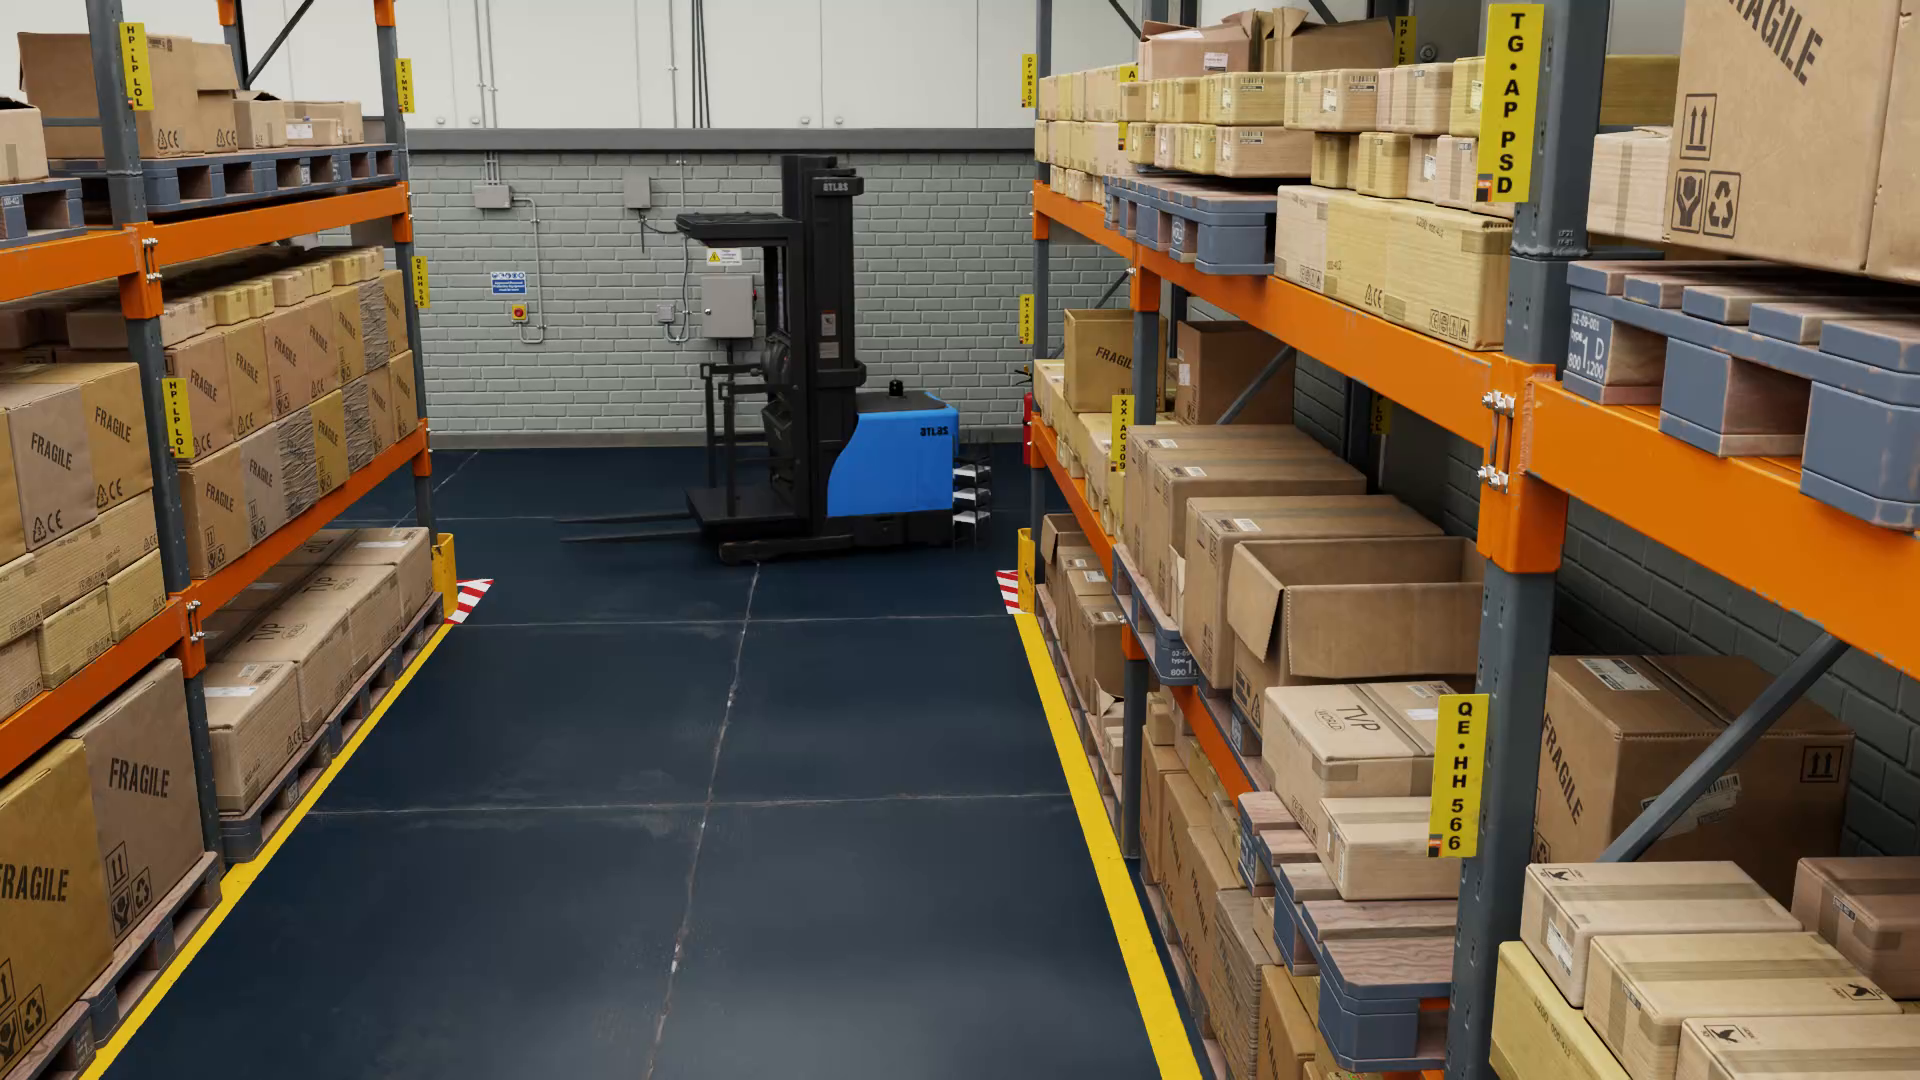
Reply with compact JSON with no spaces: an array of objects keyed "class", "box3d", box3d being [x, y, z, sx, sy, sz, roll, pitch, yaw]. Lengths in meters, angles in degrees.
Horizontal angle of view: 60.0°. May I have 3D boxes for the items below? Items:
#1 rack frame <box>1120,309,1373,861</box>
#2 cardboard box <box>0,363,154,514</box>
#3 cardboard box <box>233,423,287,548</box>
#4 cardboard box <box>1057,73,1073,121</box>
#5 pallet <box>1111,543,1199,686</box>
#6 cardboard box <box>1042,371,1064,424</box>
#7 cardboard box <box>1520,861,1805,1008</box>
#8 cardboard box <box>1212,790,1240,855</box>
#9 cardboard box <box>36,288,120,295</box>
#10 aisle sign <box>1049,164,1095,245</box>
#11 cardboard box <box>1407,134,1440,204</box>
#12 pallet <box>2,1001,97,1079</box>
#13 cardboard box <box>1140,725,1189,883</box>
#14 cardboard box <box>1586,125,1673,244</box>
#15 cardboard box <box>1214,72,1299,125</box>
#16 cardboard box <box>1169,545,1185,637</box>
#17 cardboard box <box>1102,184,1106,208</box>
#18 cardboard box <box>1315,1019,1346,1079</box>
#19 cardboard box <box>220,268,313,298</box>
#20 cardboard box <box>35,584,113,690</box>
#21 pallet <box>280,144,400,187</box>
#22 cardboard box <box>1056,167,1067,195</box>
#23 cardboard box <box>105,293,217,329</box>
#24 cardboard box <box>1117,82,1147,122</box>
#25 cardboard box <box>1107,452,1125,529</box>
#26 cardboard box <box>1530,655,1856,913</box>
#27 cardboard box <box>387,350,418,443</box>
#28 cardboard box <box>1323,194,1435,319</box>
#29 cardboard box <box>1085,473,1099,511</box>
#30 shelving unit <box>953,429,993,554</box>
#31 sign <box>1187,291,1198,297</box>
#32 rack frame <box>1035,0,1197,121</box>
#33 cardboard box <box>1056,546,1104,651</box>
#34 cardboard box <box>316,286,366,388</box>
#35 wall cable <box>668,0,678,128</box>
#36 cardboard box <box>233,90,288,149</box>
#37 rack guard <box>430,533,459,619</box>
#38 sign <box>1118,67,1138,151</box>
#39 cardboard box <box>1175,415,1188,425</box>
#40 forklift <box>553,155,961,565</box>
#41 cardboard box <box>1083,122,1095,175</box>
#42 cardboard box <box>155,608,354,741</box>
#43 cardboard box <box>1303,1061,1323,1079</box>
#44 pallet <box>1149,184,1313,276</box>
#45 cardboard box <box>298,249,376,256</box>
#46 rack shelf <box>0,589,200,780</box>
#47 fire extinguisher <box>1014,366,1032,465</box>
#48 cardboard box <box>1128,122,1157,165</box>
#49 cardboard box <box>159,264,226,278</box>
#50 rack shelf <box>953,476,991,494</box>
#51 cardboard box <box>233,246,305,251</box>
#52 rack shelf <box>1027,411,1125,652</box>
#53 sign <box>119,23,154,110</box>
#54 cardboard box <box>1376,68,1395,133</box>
[{"class":"rack frame","box3d":[1.229,-0.039,7.159,1.000,3.000,0.127,-1,14,-3]},{"class":"cardboard box","box3d":[-3.446,-0.387,6.304,0.500,0.500,0.500,0,14,-2]},{"class":"cardboard box","box3d":[-3.519,-0.256,7.801,0.500,0.500,0.500,-1,14,-3]},{"class":"cardboard box","box3d":[0.816,-2.434,9.149,0.500,0.250,0.500,-1,14,-4]},{"class":"pallet","box3d":[1.170,0.254,6.404,1.003,0.211,1.213,-1,14,-3]},{"class":"cardboard box","box3d":[0.772,-0.863,10.065,0.500,0.250,0.500,-1,14,-3]},{"class":"cardboard box","box3d":[1.203,0.677,2.873,0.380,0.149,0.250,0,14,-2]},{"class":"cardboard box","box3d":[1.117,1.009,5.956,0.380,0.149,0.250,-1,14,-4]},{"class":"cardboard box","box3d":[-4.008,-1.072,7.665,0.380,0.149,0.250,-1,14,-4]},{"class":"aisle sign","box3d":[0.684,-2.305,10.750,0.394,0.787,0.004,-1,14,-3]},{"class":"cardboard box","box3d":[1.228,-0.832,3.723,0.380,0.149,0.250,-1,14,-2]},{"class":"pallet","box3d":[-3.523,1.884,5.281,1.003,0.211,1.213,-1,14,-3]},{"class":"cardboard box","box3d":[1.035,1.092,6.937,0.500,0.500,0.500,0,14,-1]},{"class":"cardboard box","box3d":[1.196,-0.544,2.528,0.380,0.166,0.250,-1,14,-4]},{"class":"cardboard box","box3d":[0.964,-1.303,4.914,0.380,0.149,0.250,-1,14,-3]},{"class":"cardboard box","box3d":[0.933,0.174,5.757,0.396,0.266,0.258,0,14,-1]},{"class":"cardboard box","box3d":[0.882,-1.644,7.881,0.380,0.149,0.250,-1,14,-4]},{"class":"cardboard box","box3d":[1.174,1.396,4.452,0.380,0.149,0.250,-1,14,-5]},{"class":"cardboard box","box3d":[-3.619,-1.335,8.686,0.380,0.149,0.250,0,14,-2]},{"class":"cardboard box","box3d":[-3.415,0.345,5.965,0.500,0.250,0.500,-1,14,-4]},{"class":"pallet","box3d":[-3.916,-2.182,9.645,1.003,0.211,1.213,-1,14,-3]},{"class":"cardboard box","box3d":[0.747,-2.025,9.360,0.380,0.149,0.250,-1,14,-4]},{"class":"cardboard box","box3d":[-3.575,-1.017,7.452,0.380,0.149,0.250,-1,14,-4]},{"class":"cardboard box","box3d":[0.810,-1.685,6.399,0.380,0.149,0.250,0,14,-2]},{"class":"cardboard box","box3d":[0.955,-0.233,7.618,0.500,0.250,0.500,-1,14,-2]},{"class":"cardboard box","box3d":[1.601,0.573,3.735,0.500,0.500,0.500,0,14,-1]},{"class":"cardboard box","box3d":[-3.678,-0.889,10.261,0.500,0.500,0.500,-1,14,-3]},{"class":"cardboard box","box3d":[1.171,-0.673,3.905,0.500,0.250,0.500,-1,14,-3]},{"class":"cardboard box","box3d":[0.847,-0.250,8.484,0.380,0.149,0.250,-1,14,-4]},{"class":"shelving unit","box3d":[0.098,-0.371,12.659,0.210,0.900,0.258,9,17,31]},{"class":"sign","box3d":[1.537,-1.751,10.855,0.100,0.325,0.005,-1,14,-3]},{"class":"rack frame","box3d":[0.982,-3.939,10.278,1.000,3.000,0.127,-1,14,-3]},{"class":"cardboard box","box3d":[0.939,0.340,9.859,0.700,0.500,0.500,0,14,-1]},{"class":"cardboard box","box3d":[-3.616,-1.120,9.153,0.500,0.500,0.500,-1,14,-4]},{"class":"wall cable","box3d":[-3.855,-5.283,15.500,2.355,3.000,0.029,-1,14,-3]},{"class":"cardboard box","box3d":[-3.929,-2.245,8.846,0.500,0.311,0.500,-1,14,-2]},{"class":"rack guard","box3d":[-3.974,0.248,11.058,1.175,0.500,0.348,-1,14,-3]},{"class":"sign","box3d":[0.688,-1.732,6.681,0.100,0.325,0.005,-1,14,-3]},{"class":"cardboard box","box3d":[1.400,-0.491,8.619,0.500,0.250,0.500,-1,14,-2]},{"class":"forklift","box3d":[-1.567,-1.381,12.511,3.031,2.935,1.130,-4,15,-16]},{"class":"cardboard box","box3d":[0.887,-1.936,8.216,0.500,0.250,0.500,-1,14,-2]},{"class":"cardboard box","box3d":[-3.712,0.695,8.603,0.875,0.438,0.875,-1,14,-5]},{"class":"cardboard box","box3d":[1.216,1.736,4.432,0.500,0.500,0.500,-1,14,-4]},{"class":"pallet","box3d":[1.267,-0.980,5.172,1.213,0.211,1.003,-1,14,-3]},{"class":"cardboard box","box3d":[-3.710,-1.654,9.927,0.380,0.149,0.250,-1,14,-2]},{"class":"rack shelf","box3d":[-3.601,0.884,5.014,1.077,0.370,4.000,-1,14,-3]},{"class":"fire extinguisher","box3d":[0.511,-0.845,11.196,0.296,0.674,0.183,-1,14,-3]},{"class":"cardboard box","box3d":[0.832,-1.477,6.187,0.380,0.149,0.250,-1,14,-3]},{"class":"cardboard box","box3d":[-4.161,-1.388,8.891,0.380,0.149,0.250,-1,14,-3]},{"class":"rack shelf","box3d":[0.098,-0.426,12.644,0.200,0.077,0.258,9,17,31]},{"class":"cardboard box","box3d":[-4.227,-1.711,10.146,0.380,0.149,0.250,-1,14,-2]},{"class":"rack shelf","box3d":[1.106,-0.188,9.182,1.077,0.370,4.000,-1,14,-3]},{"class":"sign","box3d":[-3.183,-1.828,6.422,0.100,0.325,0.005,-1,14,-3]},{"class":"cardboard box","box3d":[1.209,-1.039,3.928,0.380,0.149,0.250,-1,14,-4]}]
